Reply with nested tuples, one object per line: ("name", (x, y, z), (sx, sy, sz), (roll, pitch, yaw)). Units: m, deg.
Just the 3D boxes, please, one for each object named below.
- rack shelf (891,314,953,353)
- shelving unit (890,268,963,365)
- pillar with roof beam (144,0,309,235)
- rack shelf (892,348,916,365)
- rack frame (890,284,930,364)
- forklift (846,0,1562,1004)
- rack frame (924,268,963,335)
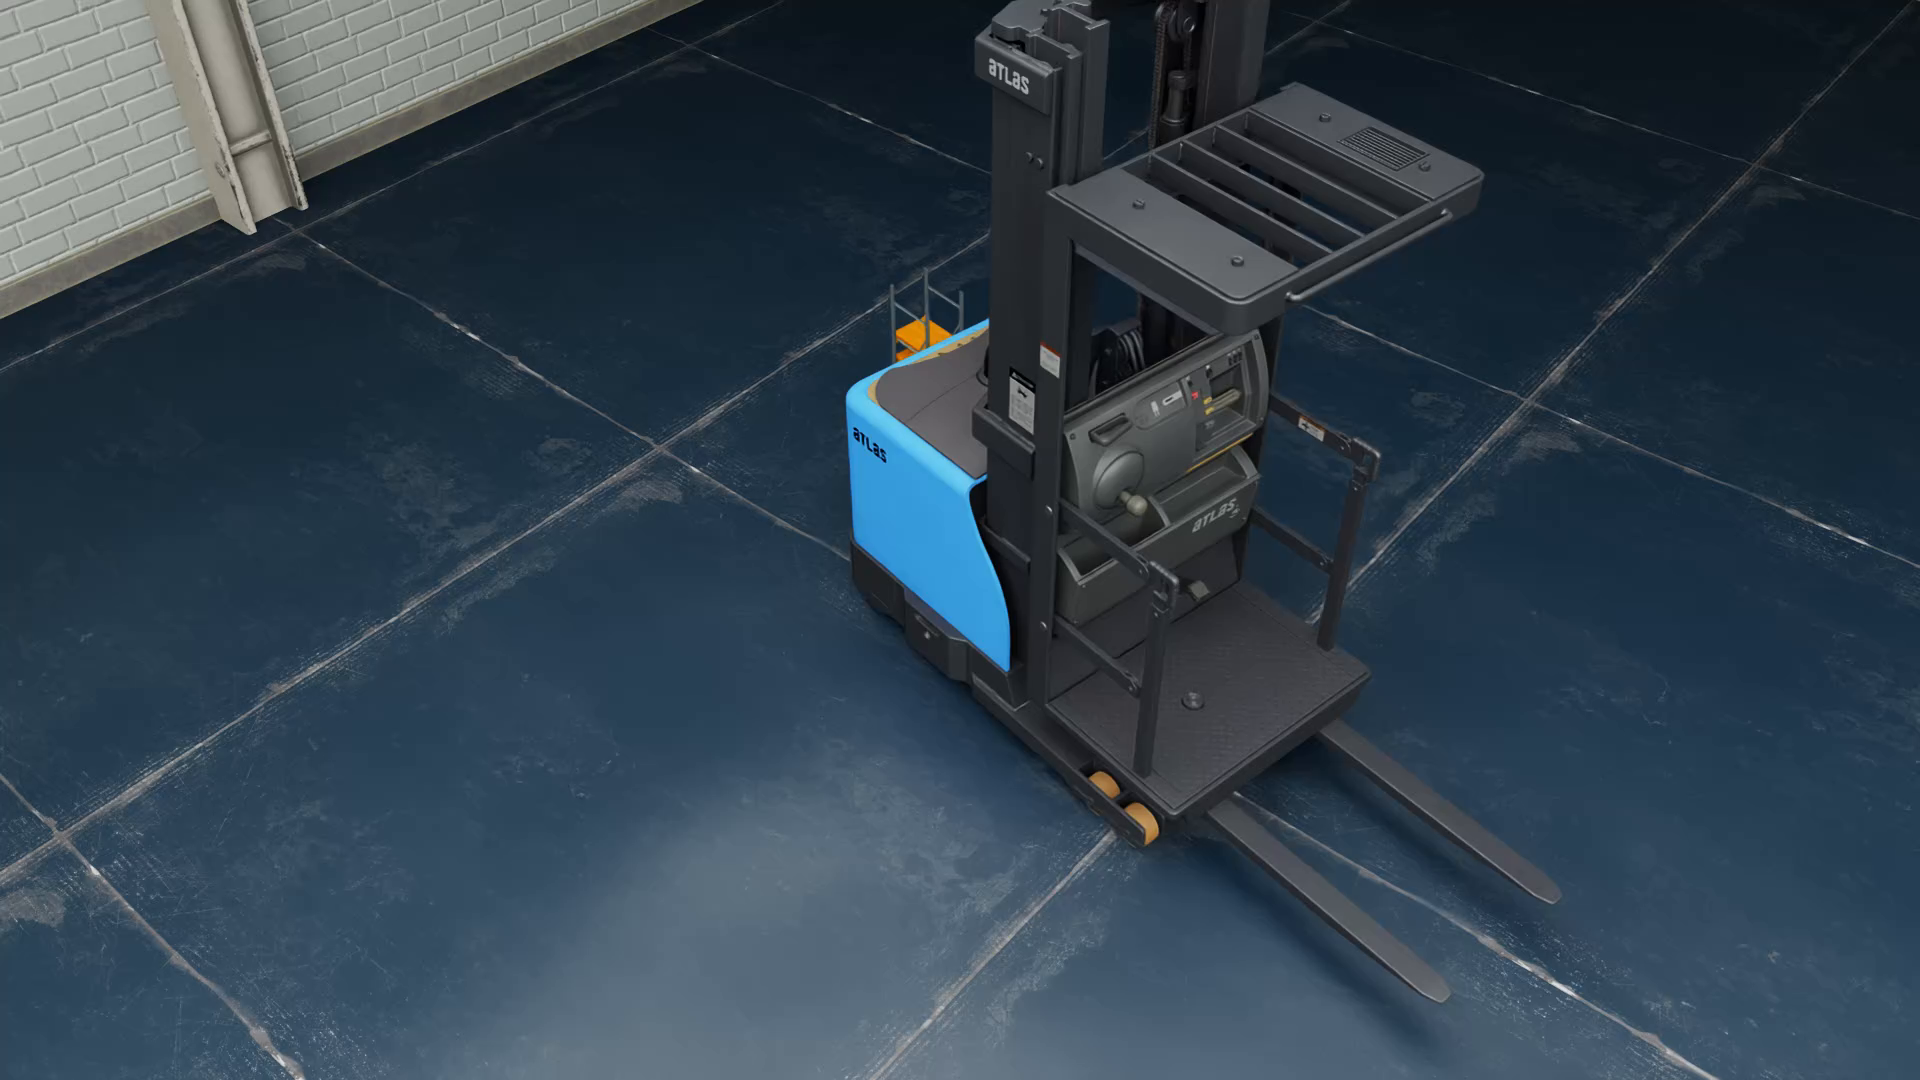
("rack shelf", (-0.136, -0.816, 6.969), (0.180, 0.103, 0.258), (-30, 50, -29))
("shelving unit", (-0.136, -0.582, 7.181), (0.189, 1.200, 0.258), (-30, 50, -29))
("pillar with roof beam", (-0.678, -3.340, 4.417), (9.100, 9.000, 0.400), (29, 50, 28))
("rack shelf", (-0.136, -0.727, 7.049), (0.180, 0.103, 0.258), (-30, 50, -29))
("rack frame", (-0.205, -0.542, 7.136), (0.006, 1.200, 0.240), (-30, 50, -29))
("forklift", (0.862, -0.330, 5.617), (1.130, 2.935, 3.031), (-29, 50, -28))
("rack frame", (-0.067, -0.623, 7.225), (0.006, 1.200, 0.240), (-30, 50, -29))
